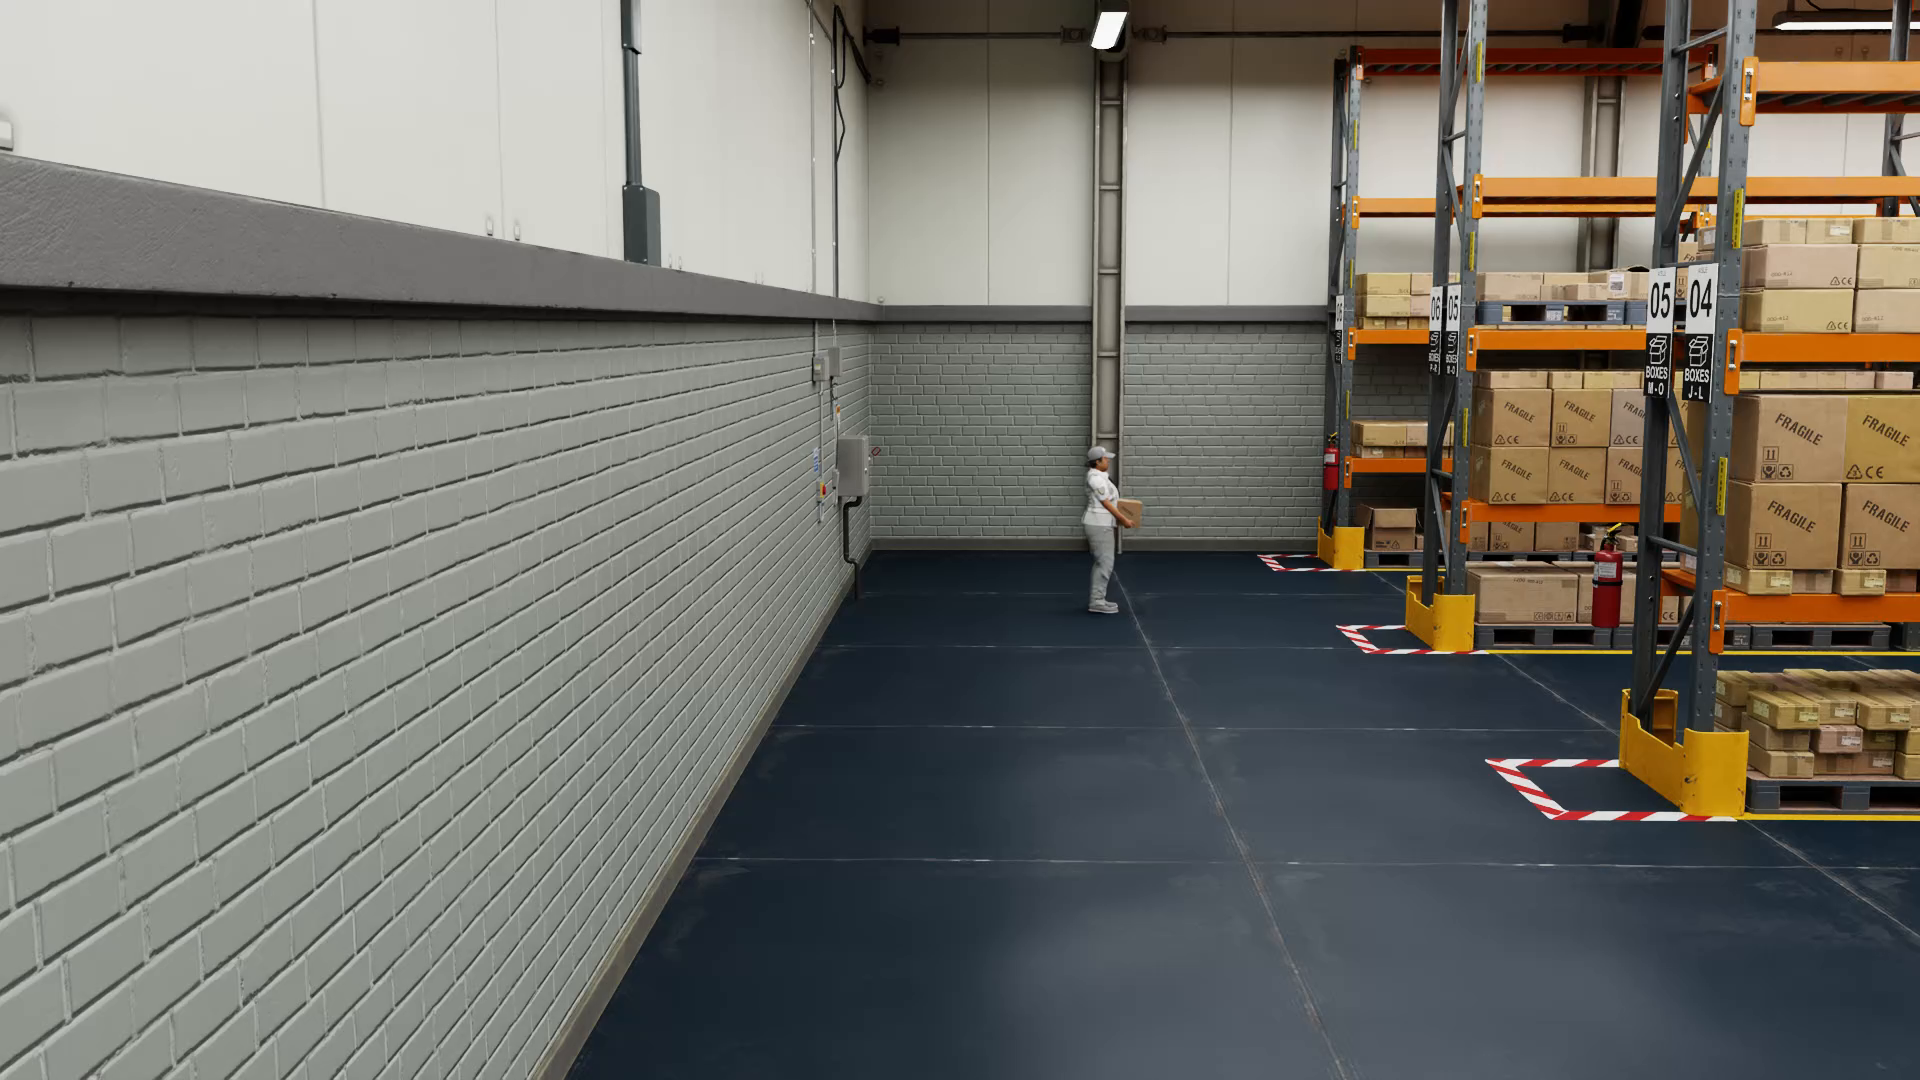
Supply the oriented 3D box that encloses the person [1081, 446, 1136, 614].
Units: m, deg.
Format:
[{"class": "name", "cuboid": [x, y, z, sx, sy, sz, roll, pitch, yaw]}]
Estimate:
[{"class": "person", "cuboid": [1.484, -0.110, 16.665, 0.535, 1.658, 0.455, 0, 7, 2]}]
